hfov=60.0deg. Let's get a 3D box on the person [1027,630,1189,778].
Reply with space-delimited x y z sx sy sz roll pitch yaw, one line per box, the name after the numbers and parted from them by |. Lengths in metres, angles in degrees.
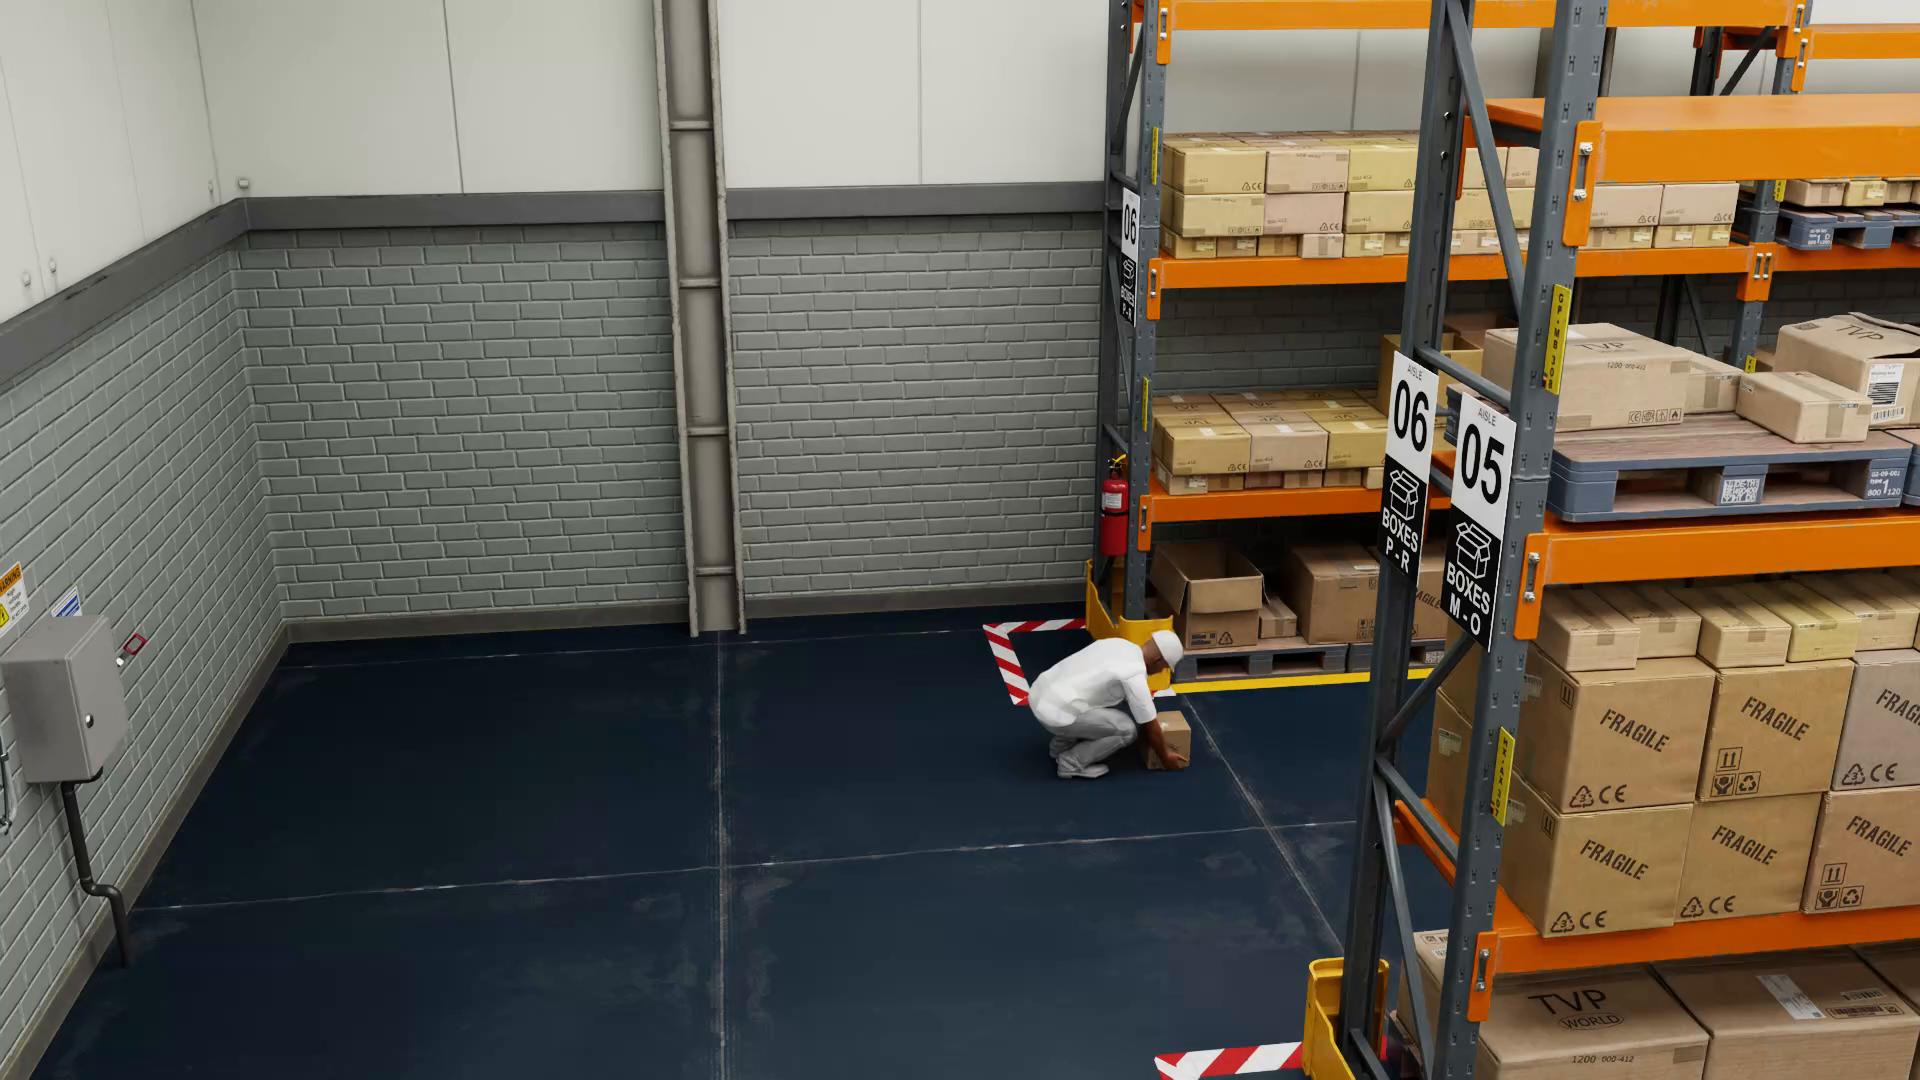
0.869 0.971 9.846 0.935 0.876 0.547 -3 20 -7 | person
